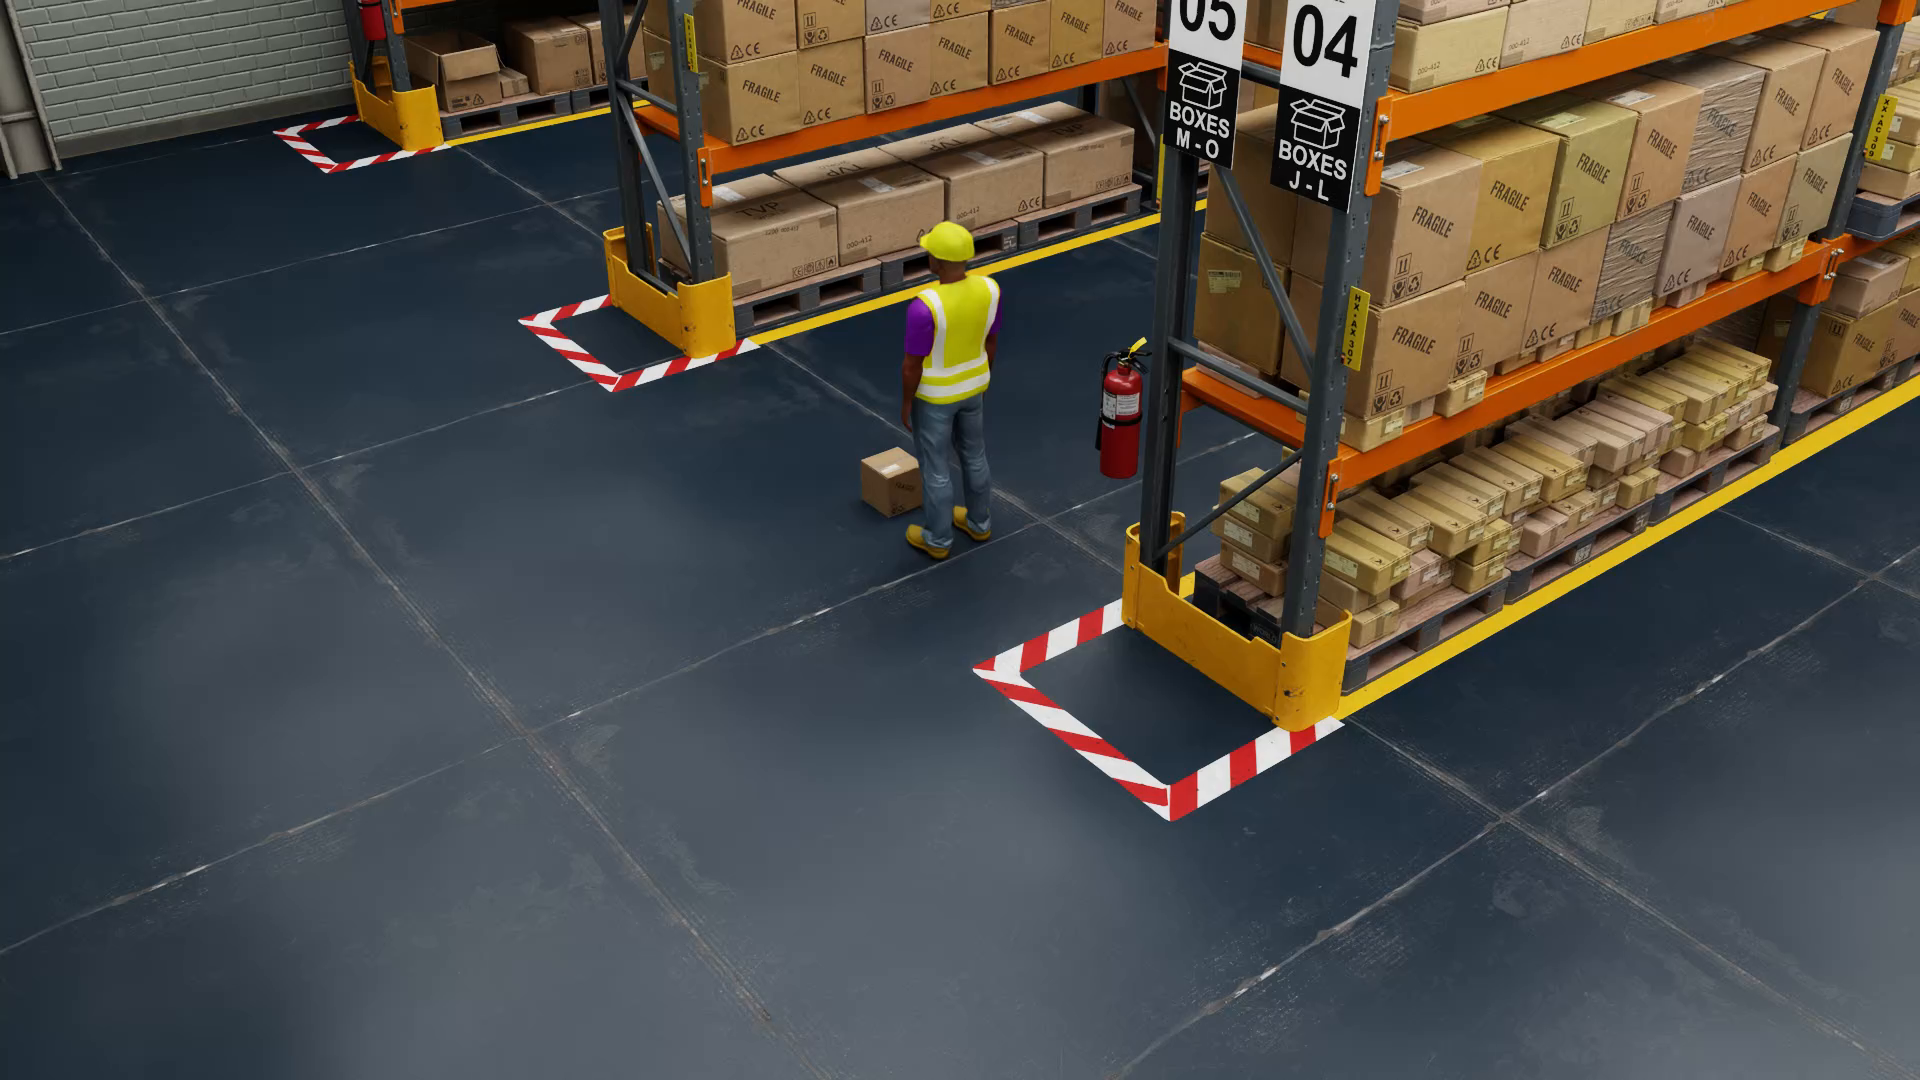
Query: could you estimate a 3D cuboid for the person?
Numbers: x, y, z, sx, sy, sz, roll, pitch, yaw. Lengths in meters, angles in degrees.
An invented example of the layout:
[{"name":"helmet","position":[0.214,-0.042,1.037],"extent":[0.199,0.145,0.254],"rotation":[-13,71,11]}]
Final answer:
[{"name":"person","position":[-0.065,-0.748,8.298],"extent":[0.562,1.767,0.359],"rotation":[-22,38,-31]}]
